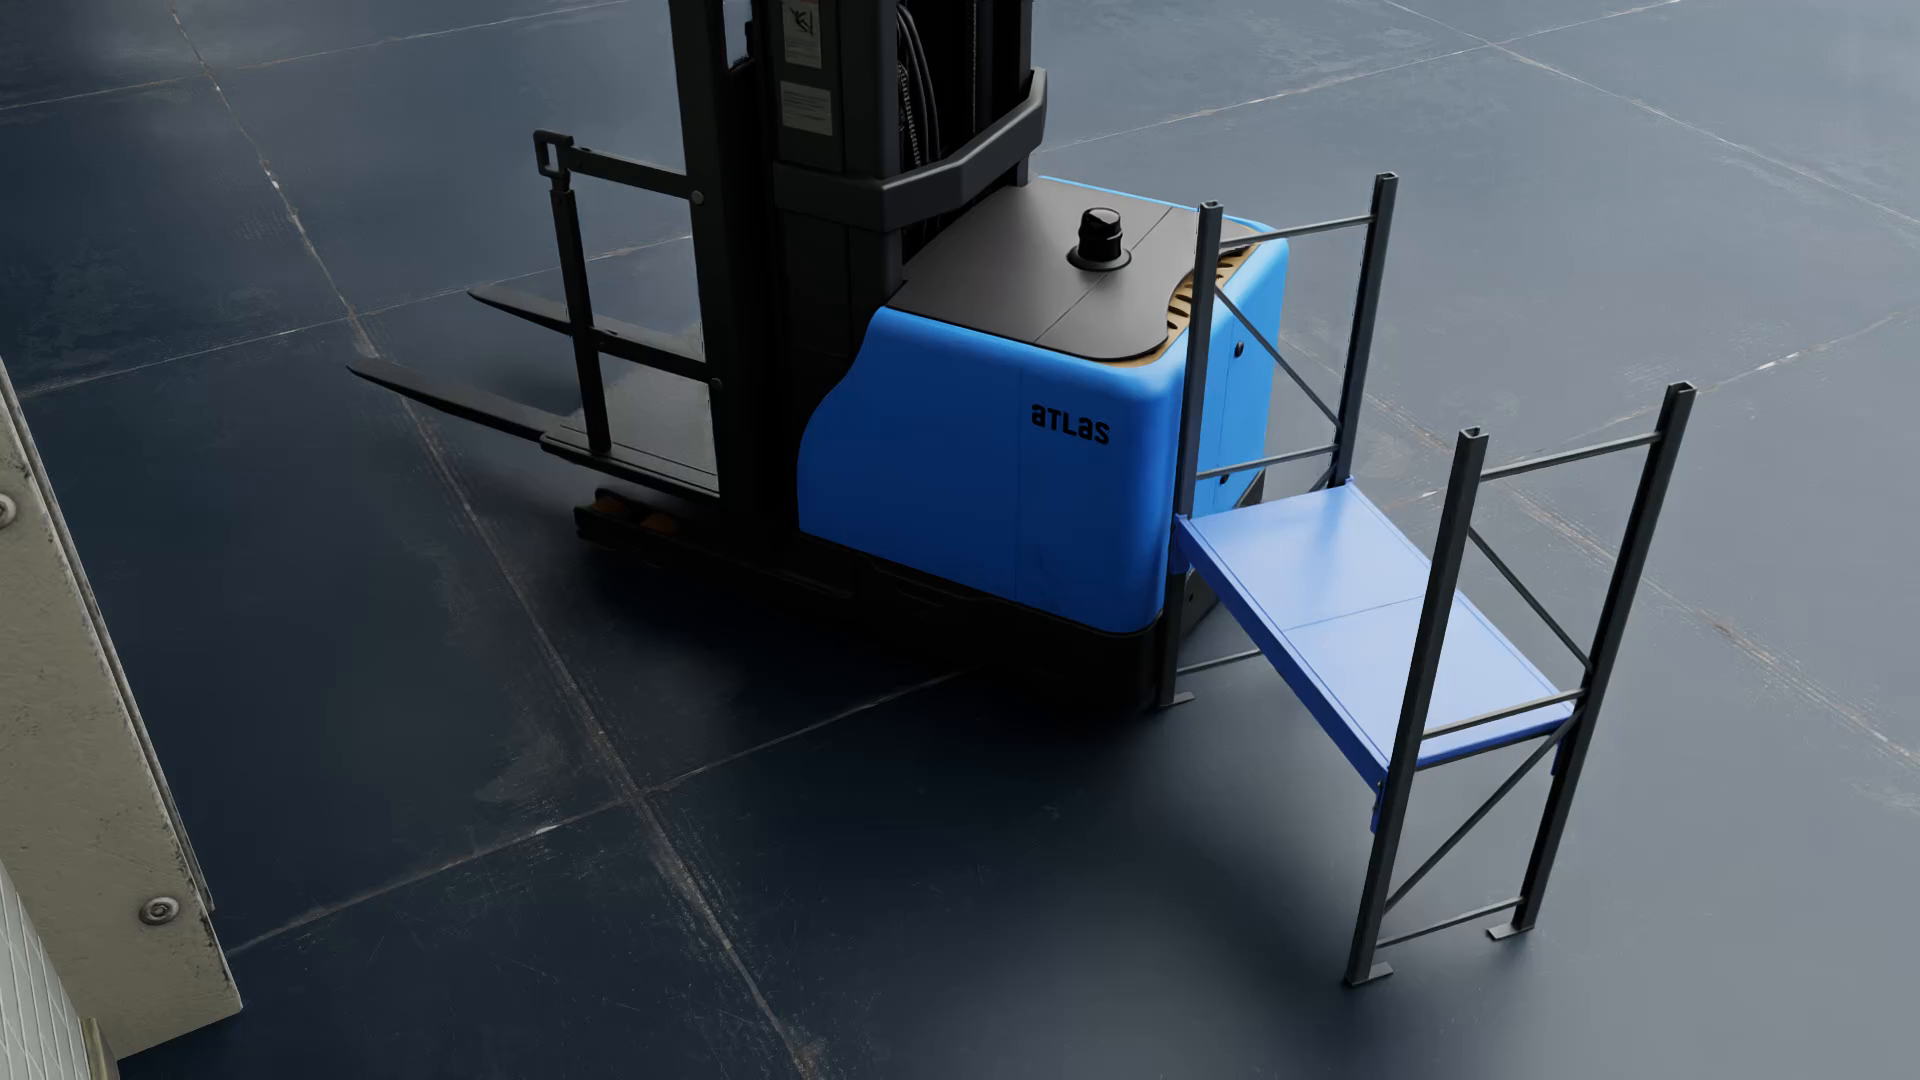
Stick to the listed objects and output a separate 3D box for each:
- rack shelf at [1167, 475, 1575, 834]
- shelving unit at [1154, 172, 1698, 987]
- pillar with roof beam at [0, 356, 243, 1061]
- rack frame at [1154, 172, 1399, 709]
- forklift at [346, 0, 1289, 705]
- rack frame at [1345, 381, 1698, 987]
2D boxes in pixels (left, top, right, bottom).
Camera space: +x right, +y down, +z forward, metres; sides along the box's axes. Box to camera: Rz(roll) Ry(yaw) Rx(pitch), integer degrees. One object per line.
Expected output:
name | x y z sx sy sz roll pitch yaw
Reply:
rack shelf | 0.957 0.230 3.968 0.538 0.185 1.000 -12 38 -16
shelving unit | 0.957 0.085 3.862 0.538 1.500 1.048 -12 38 -16
pillar with roof beam | 1.858 -3.895 2.953 9.100 9.000 0.400 -19 40 -24
rack frame | 0.781 -0.196 4.247 0.500 1.500 0.032 -12 38 -16
forklift | -0.615 -1.351 4.614 3.031 2.935 1.130 18 40 23
rack frame | 1.133 0.366 3.477 0.500 1.500 0.032 -12 38 -16
